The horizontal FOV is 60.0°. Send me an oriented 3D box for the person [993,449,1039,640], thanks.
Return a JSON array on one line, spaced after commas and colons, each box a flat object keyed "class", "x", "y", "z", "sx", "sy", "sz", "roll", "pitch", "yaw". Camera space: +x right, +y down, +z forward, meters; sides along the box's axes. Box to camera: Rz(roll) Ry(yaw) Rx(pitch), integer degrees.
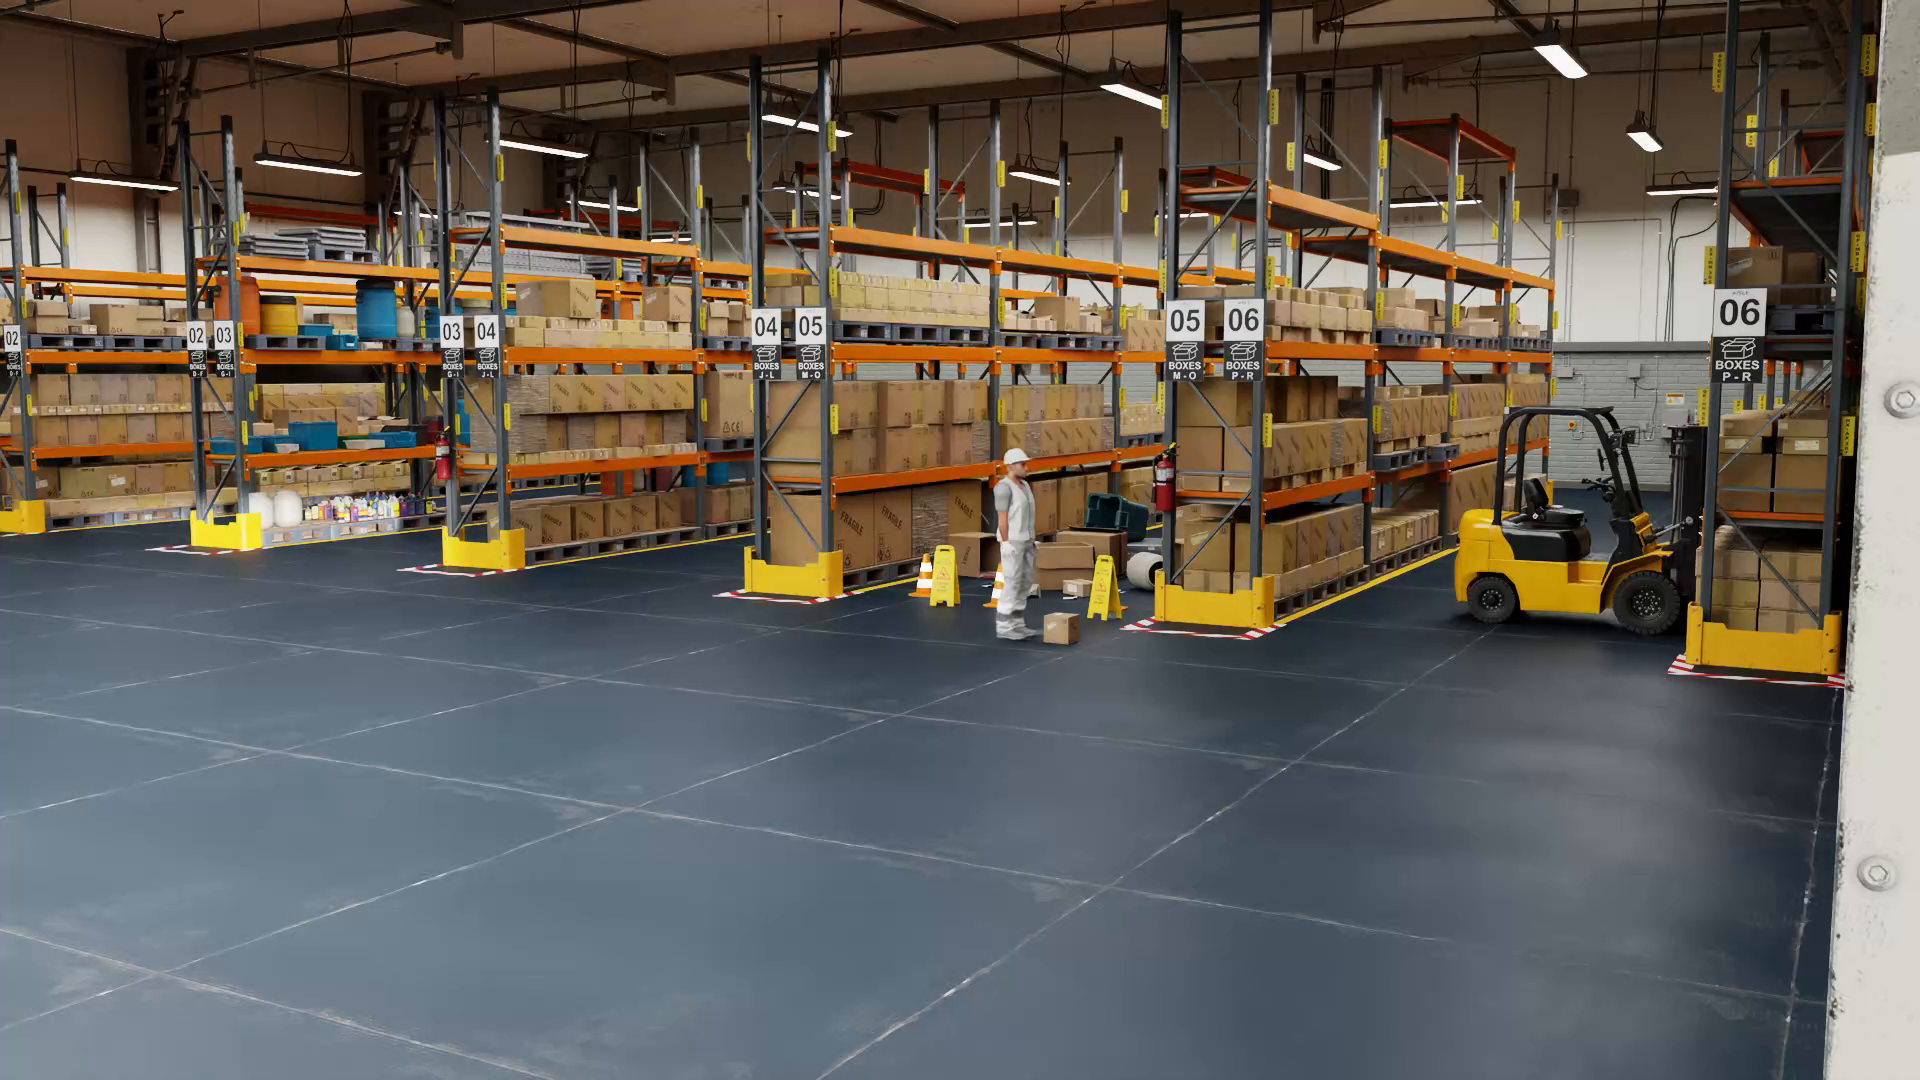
[{"class": "person", "x": 0.535, "y": 0.034, "z": 15.637, "sx": 0.342, "sy": 1.785, "sz": 0.524, "roll": 3, "pitch": 7, "yaw": 30}]
